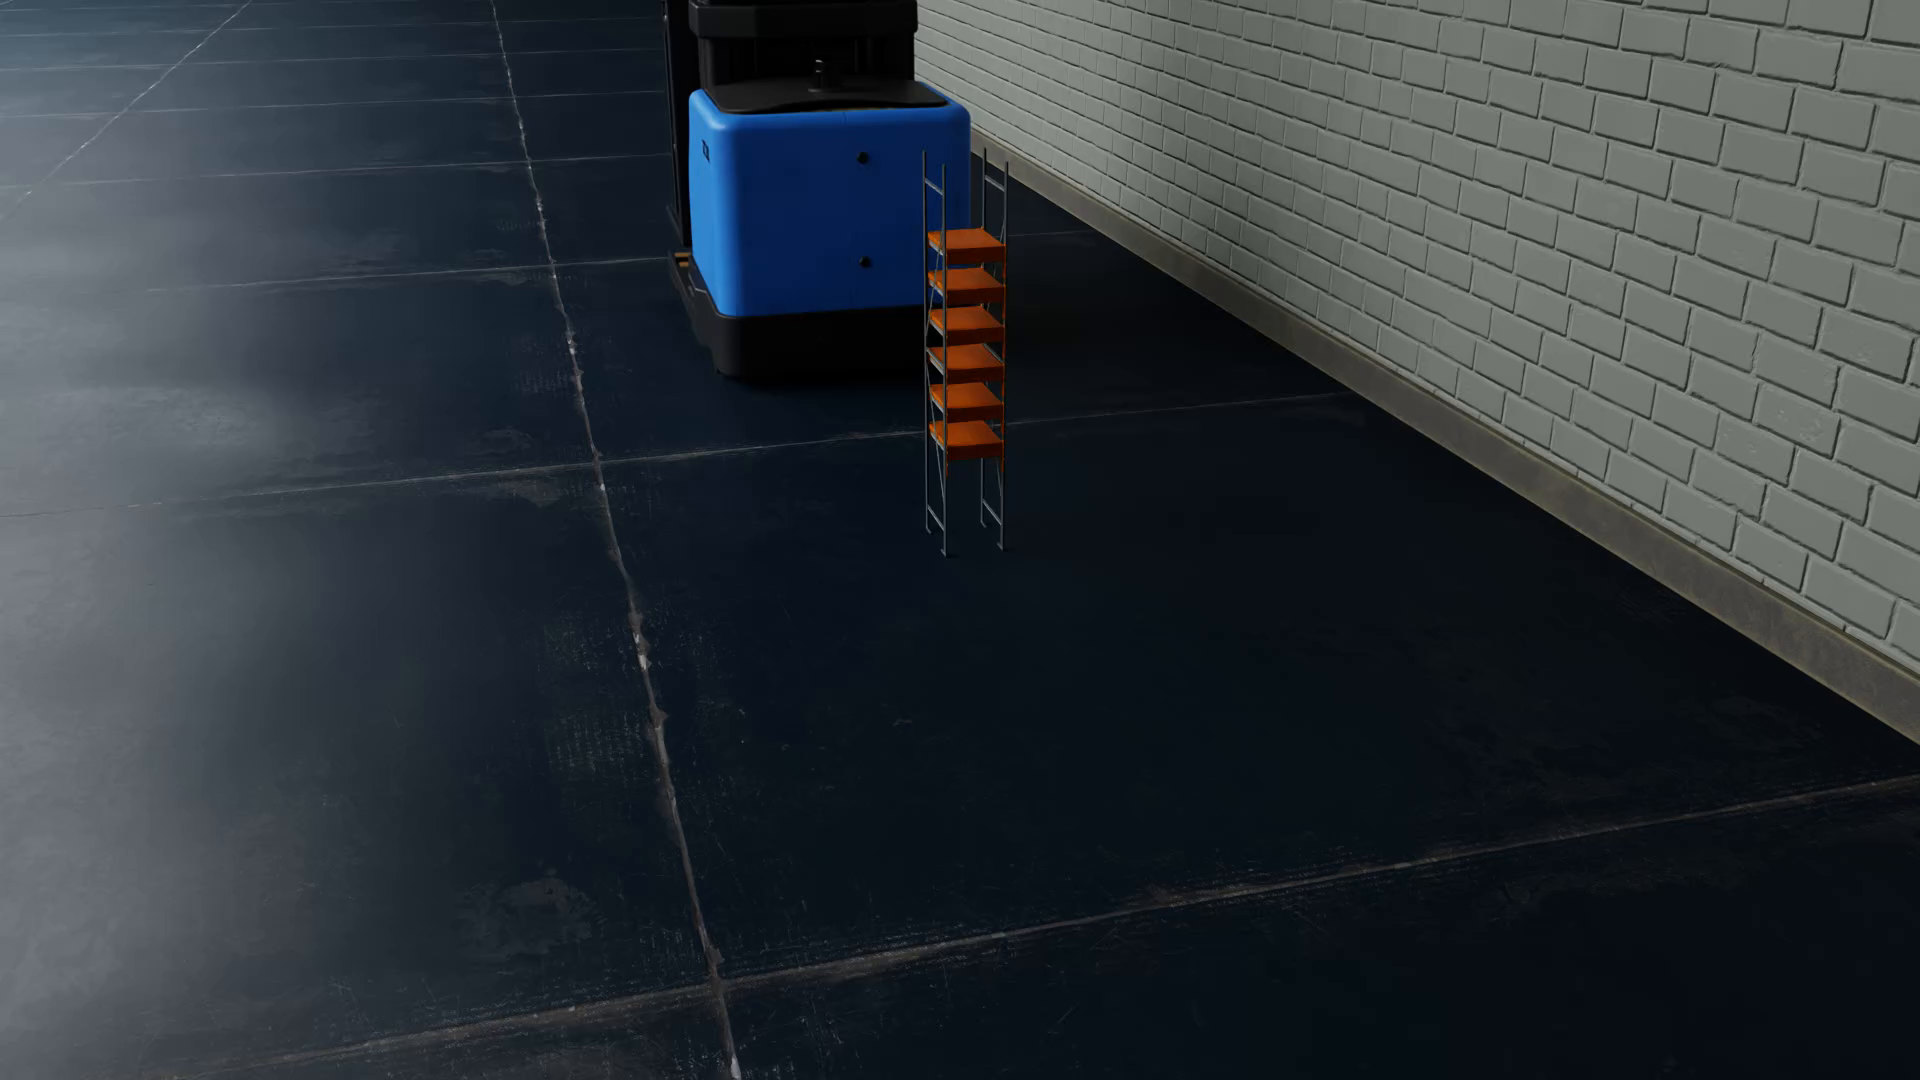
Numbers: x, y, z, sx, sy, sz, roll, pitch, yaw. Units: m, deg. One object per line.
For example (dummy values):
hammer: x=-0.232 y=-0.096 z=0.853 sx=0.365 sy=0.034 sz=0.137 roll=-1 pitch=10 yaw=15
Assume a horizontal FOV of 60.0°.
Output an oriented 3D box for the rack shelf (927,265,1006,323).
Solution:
rack shelf: x=0.014 y=-0.733 z=4.940 sx=0.180 sy=0.103 sz=0.258 roll=-6 pitch=24 yaw=-14

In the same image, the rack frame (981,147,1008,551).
rack frame: x=0.102 y=-0.563 z=5.040 sx=0.006 sy=1.200 sz=0.240 roll=-6 pitch=24 yaw=-14

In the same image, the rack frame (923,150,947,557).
rack frame: x=-0.074 y=-0.543 z=4.994 sx=0.006 sy=1.200 sz=0.240 roll=-6 pitch=24 yaw=-14

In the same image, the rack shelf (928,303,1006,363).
rack shelf: x=0.014 y=-0.622 z=4.987 sx=0.180 sy=0.103 sz=0.258 roll=-6 pitch=24 yaw=-14

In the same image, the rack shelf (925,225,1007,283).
rack shelf: x=0.014 y=-0.843 z=4.893 sx=0.180 sy=0.103 sz=0.258 roll=-6 pitch=24 yaw=-14

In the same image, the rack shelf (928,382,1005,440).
rack shelf: x=0.014 y=-0.402 z=5.082 sx=0.180 sy=0.103 sz=0.258 roll=-6 pitch=24 yaw=-14

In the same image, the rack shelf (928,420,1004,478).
rack shelf: x=0.014 y=-0.292 z=5.129 sx=0.180 sy=0.103 sz=0.258 roll=-6 pitch=24 yaw=-14

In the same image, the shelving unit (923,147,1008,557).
shelving unit: x=0.014 y=-0.553 z=5.017 sx=0.189 sy=1.200 sz=0.258 roll=-6 pitch=24 yaw=-14

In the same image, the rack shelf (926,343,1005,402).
rack shelf: x=0.014 y=-0.512 z=5.035 sx=0.180 sy=0.103 sz=0.258 roll=-6 pitch=24 yaw=-14

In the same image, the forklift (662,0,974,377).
forklift: x=-0.806 y=-2.547 z=7.468 sx=1.130 sy=2.935 sz=3.031 roll=-6 pitch=24 yaw=-13
